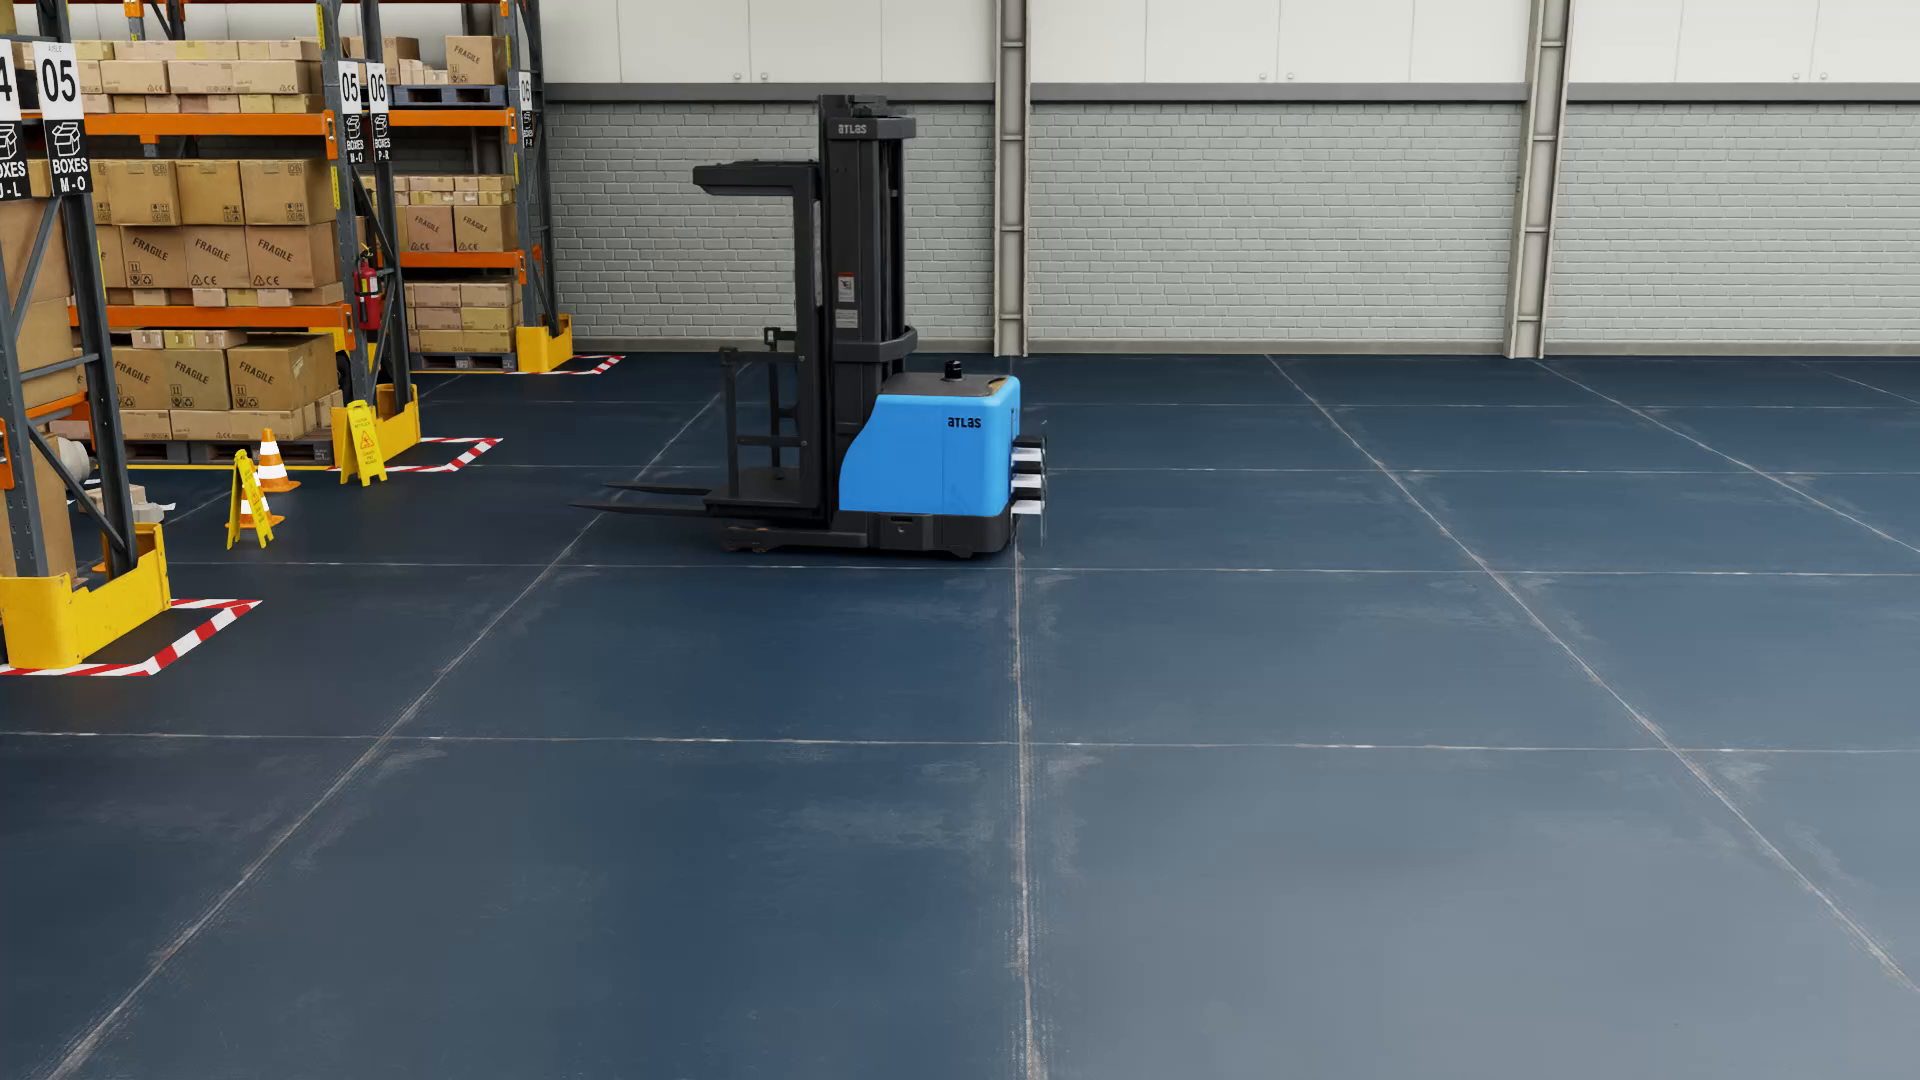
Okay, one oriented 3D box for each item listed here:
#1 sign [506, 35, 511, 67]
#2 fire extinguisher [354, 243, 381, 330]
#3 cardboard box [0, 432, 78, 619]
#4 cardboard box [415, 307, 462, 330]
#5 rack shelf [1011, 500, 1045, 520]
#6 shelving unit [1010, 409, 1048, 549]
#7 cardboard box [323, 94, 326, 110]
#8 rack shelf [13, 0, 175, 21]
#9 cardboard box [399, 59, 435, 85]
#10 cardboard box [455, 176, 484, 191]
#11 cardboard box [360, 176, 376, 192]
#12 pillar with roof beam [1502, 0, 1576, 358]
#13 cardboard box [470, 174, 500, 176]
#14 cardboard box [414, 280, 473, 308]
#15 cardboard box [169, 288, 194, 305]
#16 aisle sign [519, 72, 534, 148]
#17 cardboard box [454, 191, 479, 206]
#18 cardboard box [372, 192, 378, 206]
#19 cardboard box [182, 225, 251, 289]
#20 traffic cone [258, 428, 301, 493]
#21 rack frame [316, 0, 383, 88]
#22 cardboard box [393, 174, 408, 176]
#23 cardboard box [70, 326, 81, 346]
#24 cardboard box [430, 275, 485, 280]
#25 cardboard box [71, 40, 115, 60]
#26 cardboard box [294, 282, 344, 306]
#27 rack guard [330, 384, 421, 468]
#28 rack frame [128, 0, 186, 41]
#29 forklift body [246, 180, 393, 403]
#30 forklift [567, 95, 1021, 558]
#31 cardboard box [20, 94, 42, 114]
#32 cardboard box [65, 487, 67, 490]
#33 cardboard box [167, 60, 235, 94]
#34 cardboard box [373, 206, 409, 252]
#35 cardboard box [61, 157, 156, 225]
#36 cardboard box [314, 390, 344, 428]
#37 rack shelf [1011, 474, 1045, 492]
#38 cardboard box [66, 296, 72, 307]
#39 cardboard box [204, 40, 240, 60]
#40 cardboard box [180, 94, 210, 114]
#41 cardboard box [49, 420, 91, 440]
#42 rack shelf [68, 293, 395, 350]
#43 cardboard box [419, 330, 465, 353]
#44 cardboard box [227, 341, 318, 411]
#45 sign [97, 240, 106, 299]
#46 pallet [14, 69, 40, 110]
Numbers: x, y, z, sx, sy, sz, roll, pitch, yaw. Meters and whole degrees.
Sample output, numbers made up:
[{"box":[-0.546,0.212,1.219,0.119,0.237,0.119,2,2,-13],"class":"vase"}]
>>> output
[{"box":[-4.754,-5.150,17.519,0.005,0.325,0.100,0,15,1],"class":"sign"},{"box":[-4.747,-2.026,13.292,0.183,0.674,0.296,0,15,1],"class":"fire extinguisher"},{"box":[-5.554,-0.082,9.114,0.875,0.875,0.875,0,15,2],"class":"cardboard box"},{"box":[-5.722,-2.493,18.494,0.500,0.250,0.500,0,15,1],"class":"cardboard box"},{"box":[0.462,-0.206,11.193,0.200,0.077,0.258,3,15,10],"class":"rack shelf"},{"box":[0.462,-0.412,11.139,0.210,0.900,0.258,3,15,10],"class":"shelving unit"},{"box":[-5.173,-3.596,13.702,0.250,0.149,0.380,0,15,1],"class":"cardboard box"},{"box":[-10.724,-5.846,18.054,4.000,0.370,1.077,0,15,1],"class":"rack shelf"},{"box":[-5.816,-5.014,17.830,0.258,0.266,0.396,0,15,2],"class":"cardboard box"},{"box":[-5.337,-3.896,18.176,0.250,0.149,0.380,0,15,2],"class":"cardboard box"},{"box":[-6.368,-3.885,18.135,0.250,0.149,0.380,1,15,3],"class":"cardboard box"},{"box":[6.487,-5.407,14.194,0.400,9.000,9.100,0,15,1],"class":"pillar with roof beam"},{"box":[-5.321,-4.028,18.677,0.250,0.149,0.380,1,15,3],"class":"cardboard box"},{"box":[-5.705,-2.730,18.415,0.500,0.250,0.500,1,15,2],"class":"cardboard box"},{"box":[-6.251,-2.020,13.610,0.250,0.149,0.380,1,15,2],"class":"cardboard box"},{"box":[-4.668,-4.630,17.911,0.004,0.787,0.394,0,15,1],"class":"aisle sign"},{"box":[-5.336,-3.735,18.148,0.250,0.149,0.380,1,15,2],"class":"cardboard box"},{"box":[-6.363,-3.743,18.179,0.250,0.149,0.380,0,15,2],"class":"cardboard box"},{"box":[-5.899,-2.312,13.444,0.500,0.500,0.500,0,15,2],"class":"cardboard box"},{"box":[-5.312,-0.629,12.818,0.334,0.463,0.336,0,15,1],"class":"traffic cone"},{"box":[-4.849,-5.083,12.965,0.127,3.000,1.000,0,15,1],"class":"rack frame"},{"box":[-6.353,-4.046,18.746,0.250,0.149,0.380,0,15,0],"class":"cardboard box"},{"box":[-7.359,-1.665,13.597,0.250,0.149,0.380,1,15,5],"class":"cardboard box"},{"box":[-5.701,-2.859,18.902,0.500,0.250,0.500,0,15,2],"class":"cardboard box"},{"box":[-6.729,-3.825,13.006,0.250,0.149,0.380,1,15,3],"class":"cardboard box"},{"box":[-5.229,-2.008,13.565,0.250,0.149,0.380,1,15,3],"class":"cardboard box"},{"box":[-4.925,-0.974,14.051,0.348,0.500,1.175,0,15,1],"class":"rack guard"},{"box":[-8.725,-6.375,17.862,0.127,3.000,1.000,0,15,1],"class":"rack frame"},{"box":[-6.668,-2.585,16.920,1.214,2.155,2.313,0,15,1],"class":"forklift body"},{"box":[-1.143,-1.461,11.131,3.031,2.935,1.130,3,15,10],"class":"forklift"},{"box":[-7.256,-3.442,13.117,0.250,0.149,0.380,0,15,0],"class":"cardboard box"},{"box":[-6.670,-0.341,11.645,0.637,0.503,0.797,-11,19,-37],"class":"cardboard box"},{"box":[-5.870,-3.645,13.108,0.500,0.250,0.500,0,15,1],"class":"cardboard box"},{"box":[-6.256,-3.441,18.308,0.500,0.500,0.500,0,15,0],"class":"cardboard box"},{"box":[-6.879,-2.826,13.433,0.500,0.500,0.700,0,15,1],"class":"cardboard box"},{"box":[-5.649,-1.131,14.315,0.500,0.250,0.500,0,15,1],"class":"cardboard box"},{"box":[0.462,-0.380,11.147,0.200,0.077,0.258,3,15,10],"class":"rack shelf"},{"box":[-7.263,-1.992,13.503,0.250,0.149,0.380,0,15,2],"class":"cardboard box"},{"box":[-5.707,-3.832,13.033,0.250,0.149,0.380,0,15,1],"class":"cardboard box"},{"box":[-5.979,-3.464,13.203,0.250,0.149,0.380,0,15,2],"class":"cardboard box"},{"box":[-7.201,-1.006,13.838,0.500,0.250,0.500,0,15,1],"class":"cardboard box"},{"box":[-6.849,-1.847,13.872,4.000,0.370,1.077,0,15,1],"class":"rack shelf"},{"box":[-5.701,-2.250,18.553,0.500,0.250,0.500,0,15,1],"class":"cardboard box"},{"box":[-5.657,-1.357,13.700,0.500,0.500,0.500,0,15,2],"class":"cardboard box"},{"box":[-4.855,-1.517,9.359,0.005,0.325,0.100,0,15,1],"class":"sign"},{"box":[-5.617,-2.329,8.580,1.213,0.211,1.003,0,15,1],"class":"pallet"}]
